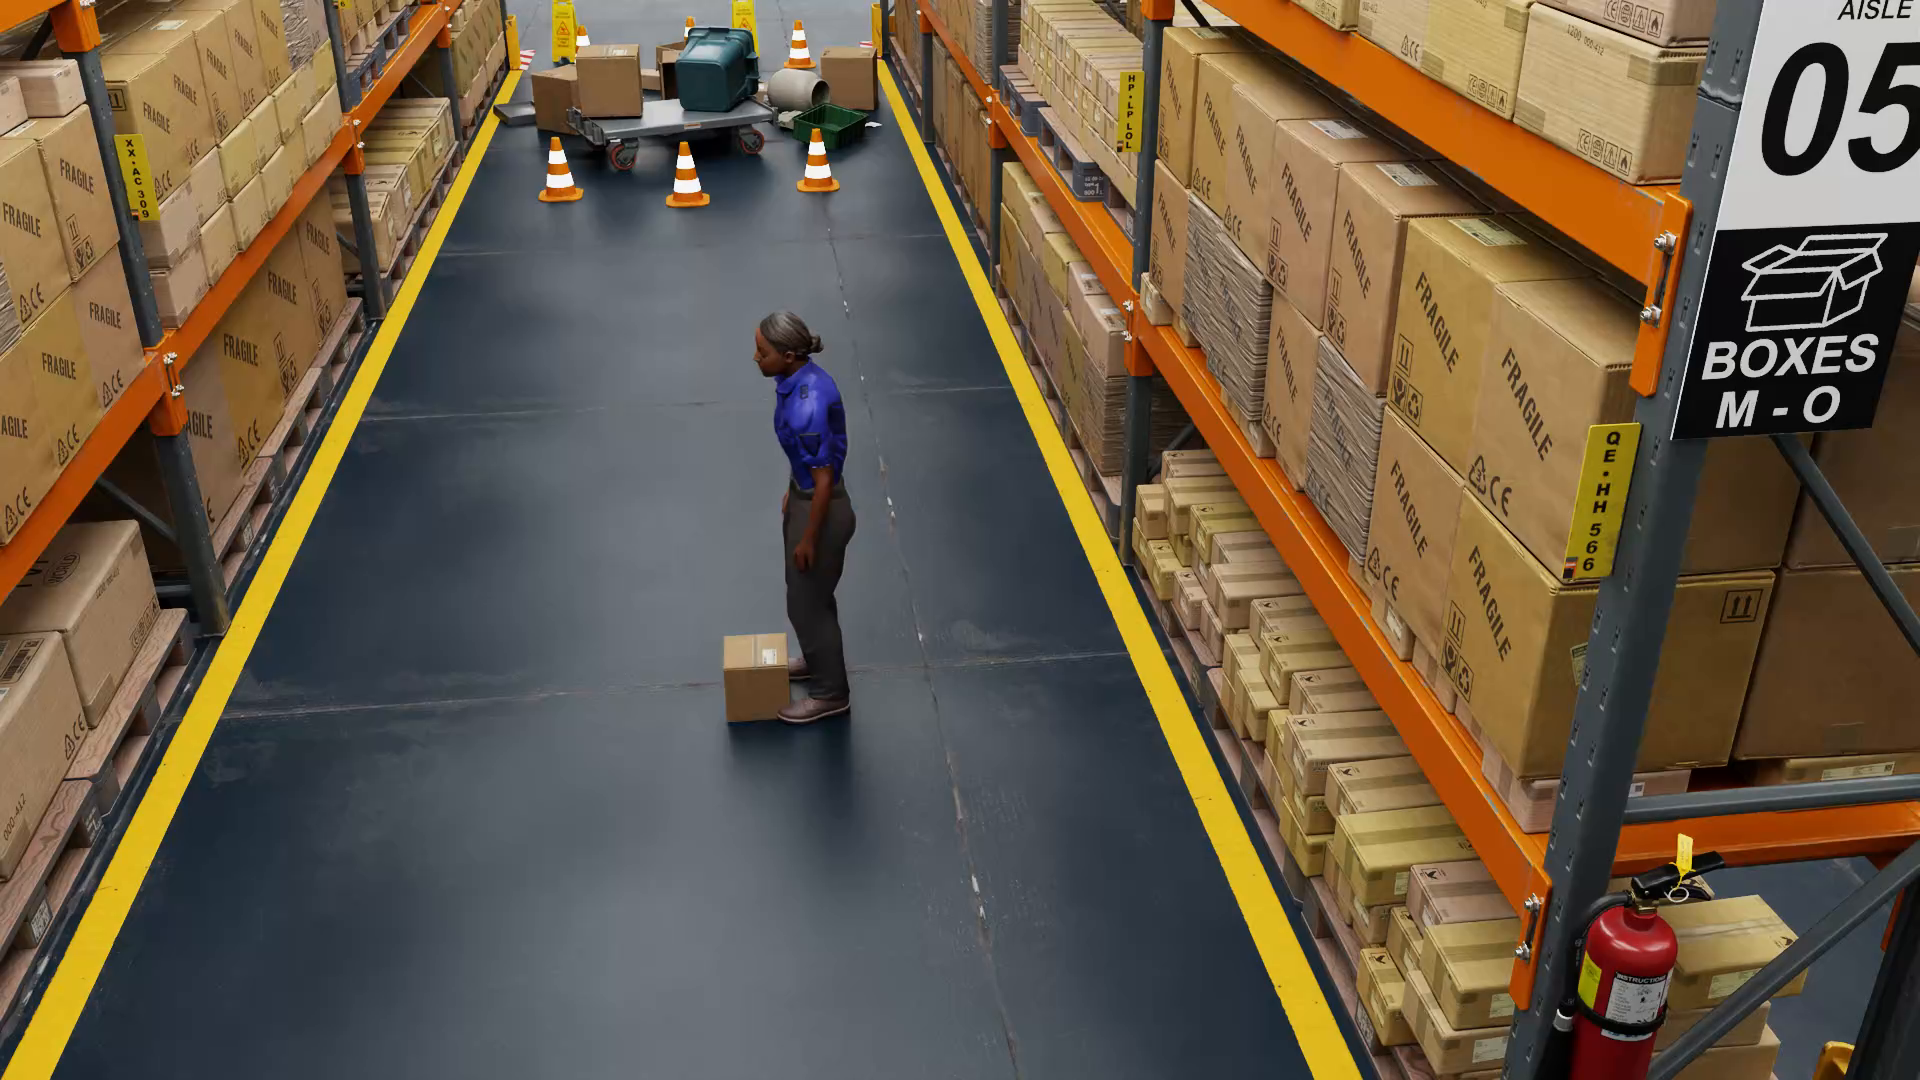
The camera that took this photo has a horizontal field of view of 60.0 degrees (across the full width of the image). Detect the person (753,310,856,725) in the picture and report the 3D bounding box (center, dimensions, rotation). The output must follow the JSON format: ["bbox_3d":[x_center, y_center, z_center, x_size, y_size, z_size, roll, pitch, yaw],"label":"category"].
[{"bbox_3d":[-0.577,-0.098,6.312,0.346,1.656,0.529,-5,28,-9],"label":"person"}]
